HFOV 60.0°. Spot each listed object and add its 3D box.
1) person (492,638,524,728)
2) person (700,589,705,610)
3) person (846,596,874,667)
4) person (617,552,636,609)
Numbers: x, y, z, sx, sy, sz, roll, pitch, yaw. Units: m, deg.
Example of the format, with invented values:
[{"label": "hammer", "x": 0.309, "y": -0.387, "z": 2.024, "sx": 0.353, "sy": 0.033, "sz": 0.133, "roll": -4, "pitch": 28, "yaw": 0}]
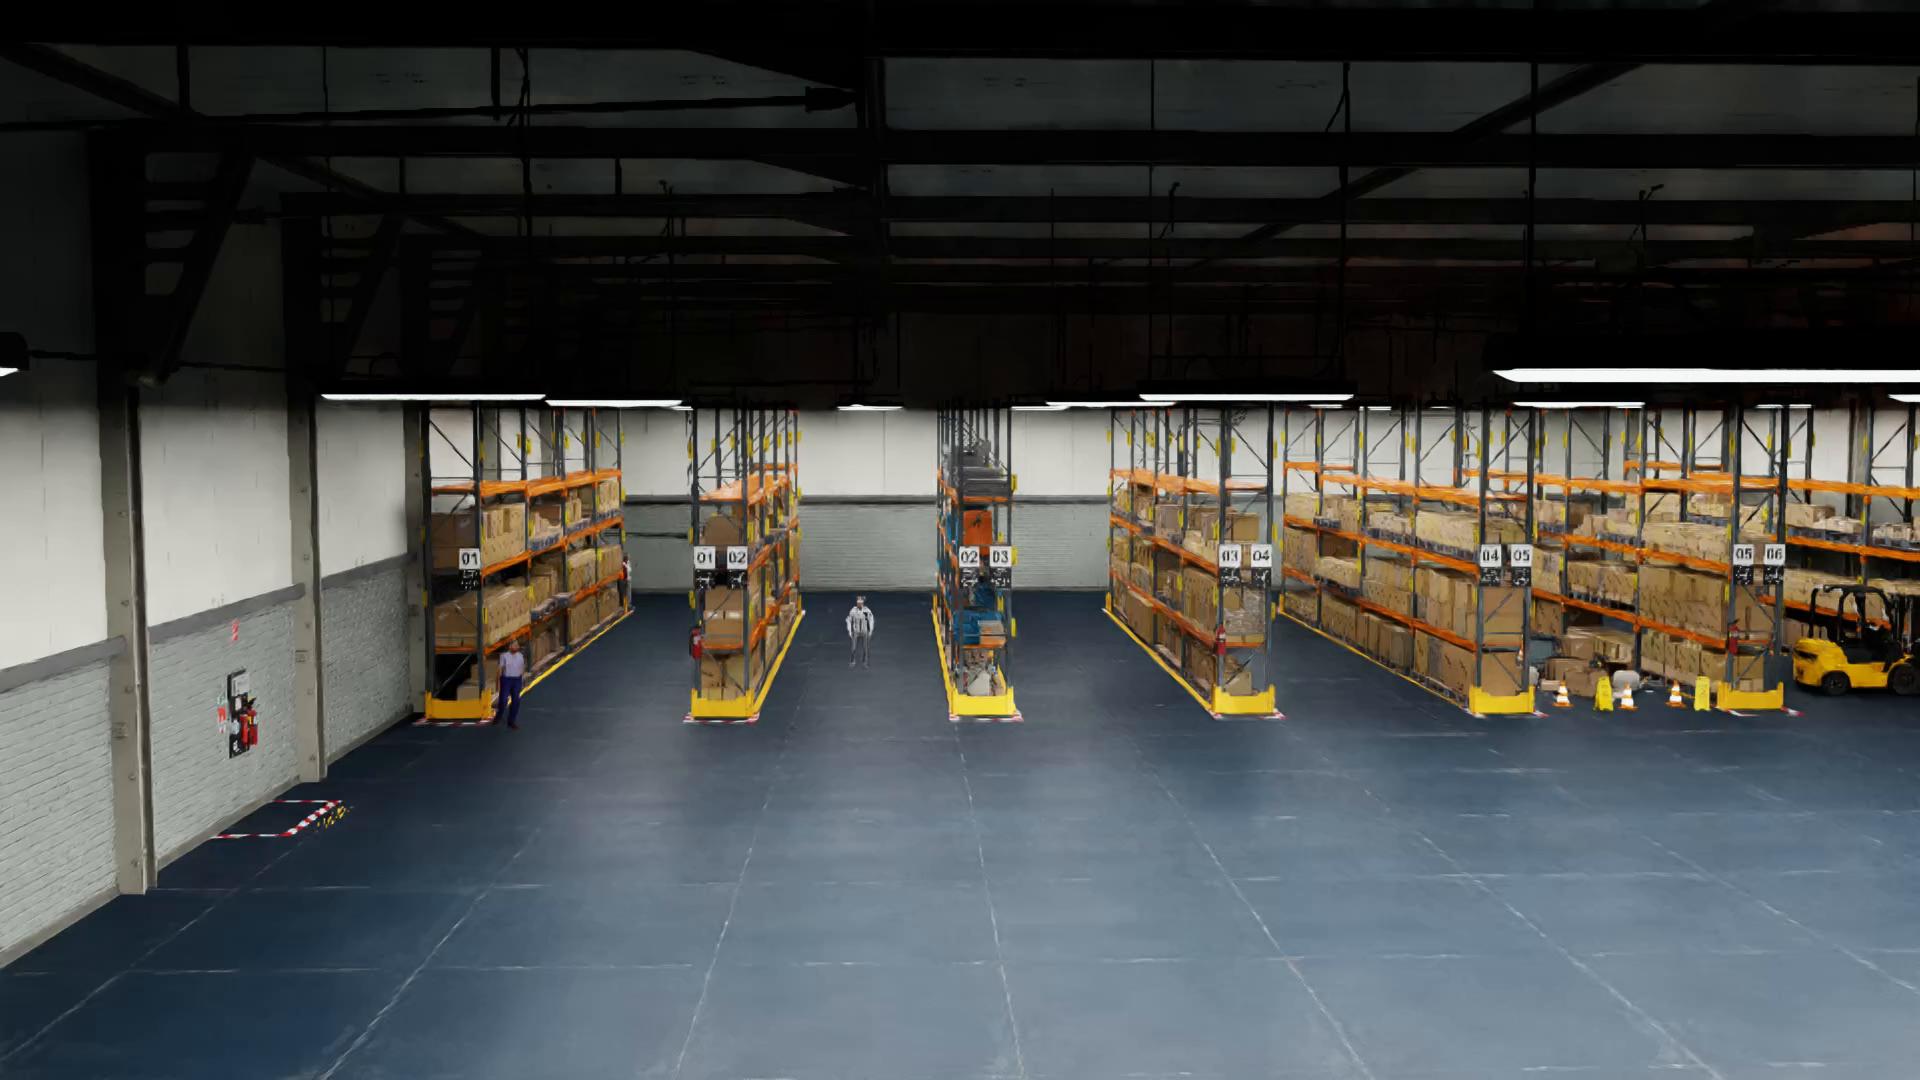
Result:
[{"label": "person", "x": -8.193, "y": 2.583, "z": 30.134, "sx": 0.554, "sy": 1.638, "sz": 0.536, "roll": -4, "pitch": 6, "yaw": -39}, {"label": "person", "x": -6.709, "y": 1.506, "z": 44.113, "sx": 0.447, "sy": 1.559, "sz": 1.088, "roll": 0, "pitch": 4, "yaw": 0}, {"label": "person", "x": -2.232, "y": 2.046, "z": 37.193, "sx": 0.639, "sy": 1.628, "sz": 0.505, "roll": 0, "pitch": 4, "yaw": -3}, {"label": "person", "x": -9.727, "y": 1.176, "z": 48.153, "sx": 0.510, "sy": 1.675, "sz": 0.490, "roll": 3, "pitch": 5, "yaw": 32}]
